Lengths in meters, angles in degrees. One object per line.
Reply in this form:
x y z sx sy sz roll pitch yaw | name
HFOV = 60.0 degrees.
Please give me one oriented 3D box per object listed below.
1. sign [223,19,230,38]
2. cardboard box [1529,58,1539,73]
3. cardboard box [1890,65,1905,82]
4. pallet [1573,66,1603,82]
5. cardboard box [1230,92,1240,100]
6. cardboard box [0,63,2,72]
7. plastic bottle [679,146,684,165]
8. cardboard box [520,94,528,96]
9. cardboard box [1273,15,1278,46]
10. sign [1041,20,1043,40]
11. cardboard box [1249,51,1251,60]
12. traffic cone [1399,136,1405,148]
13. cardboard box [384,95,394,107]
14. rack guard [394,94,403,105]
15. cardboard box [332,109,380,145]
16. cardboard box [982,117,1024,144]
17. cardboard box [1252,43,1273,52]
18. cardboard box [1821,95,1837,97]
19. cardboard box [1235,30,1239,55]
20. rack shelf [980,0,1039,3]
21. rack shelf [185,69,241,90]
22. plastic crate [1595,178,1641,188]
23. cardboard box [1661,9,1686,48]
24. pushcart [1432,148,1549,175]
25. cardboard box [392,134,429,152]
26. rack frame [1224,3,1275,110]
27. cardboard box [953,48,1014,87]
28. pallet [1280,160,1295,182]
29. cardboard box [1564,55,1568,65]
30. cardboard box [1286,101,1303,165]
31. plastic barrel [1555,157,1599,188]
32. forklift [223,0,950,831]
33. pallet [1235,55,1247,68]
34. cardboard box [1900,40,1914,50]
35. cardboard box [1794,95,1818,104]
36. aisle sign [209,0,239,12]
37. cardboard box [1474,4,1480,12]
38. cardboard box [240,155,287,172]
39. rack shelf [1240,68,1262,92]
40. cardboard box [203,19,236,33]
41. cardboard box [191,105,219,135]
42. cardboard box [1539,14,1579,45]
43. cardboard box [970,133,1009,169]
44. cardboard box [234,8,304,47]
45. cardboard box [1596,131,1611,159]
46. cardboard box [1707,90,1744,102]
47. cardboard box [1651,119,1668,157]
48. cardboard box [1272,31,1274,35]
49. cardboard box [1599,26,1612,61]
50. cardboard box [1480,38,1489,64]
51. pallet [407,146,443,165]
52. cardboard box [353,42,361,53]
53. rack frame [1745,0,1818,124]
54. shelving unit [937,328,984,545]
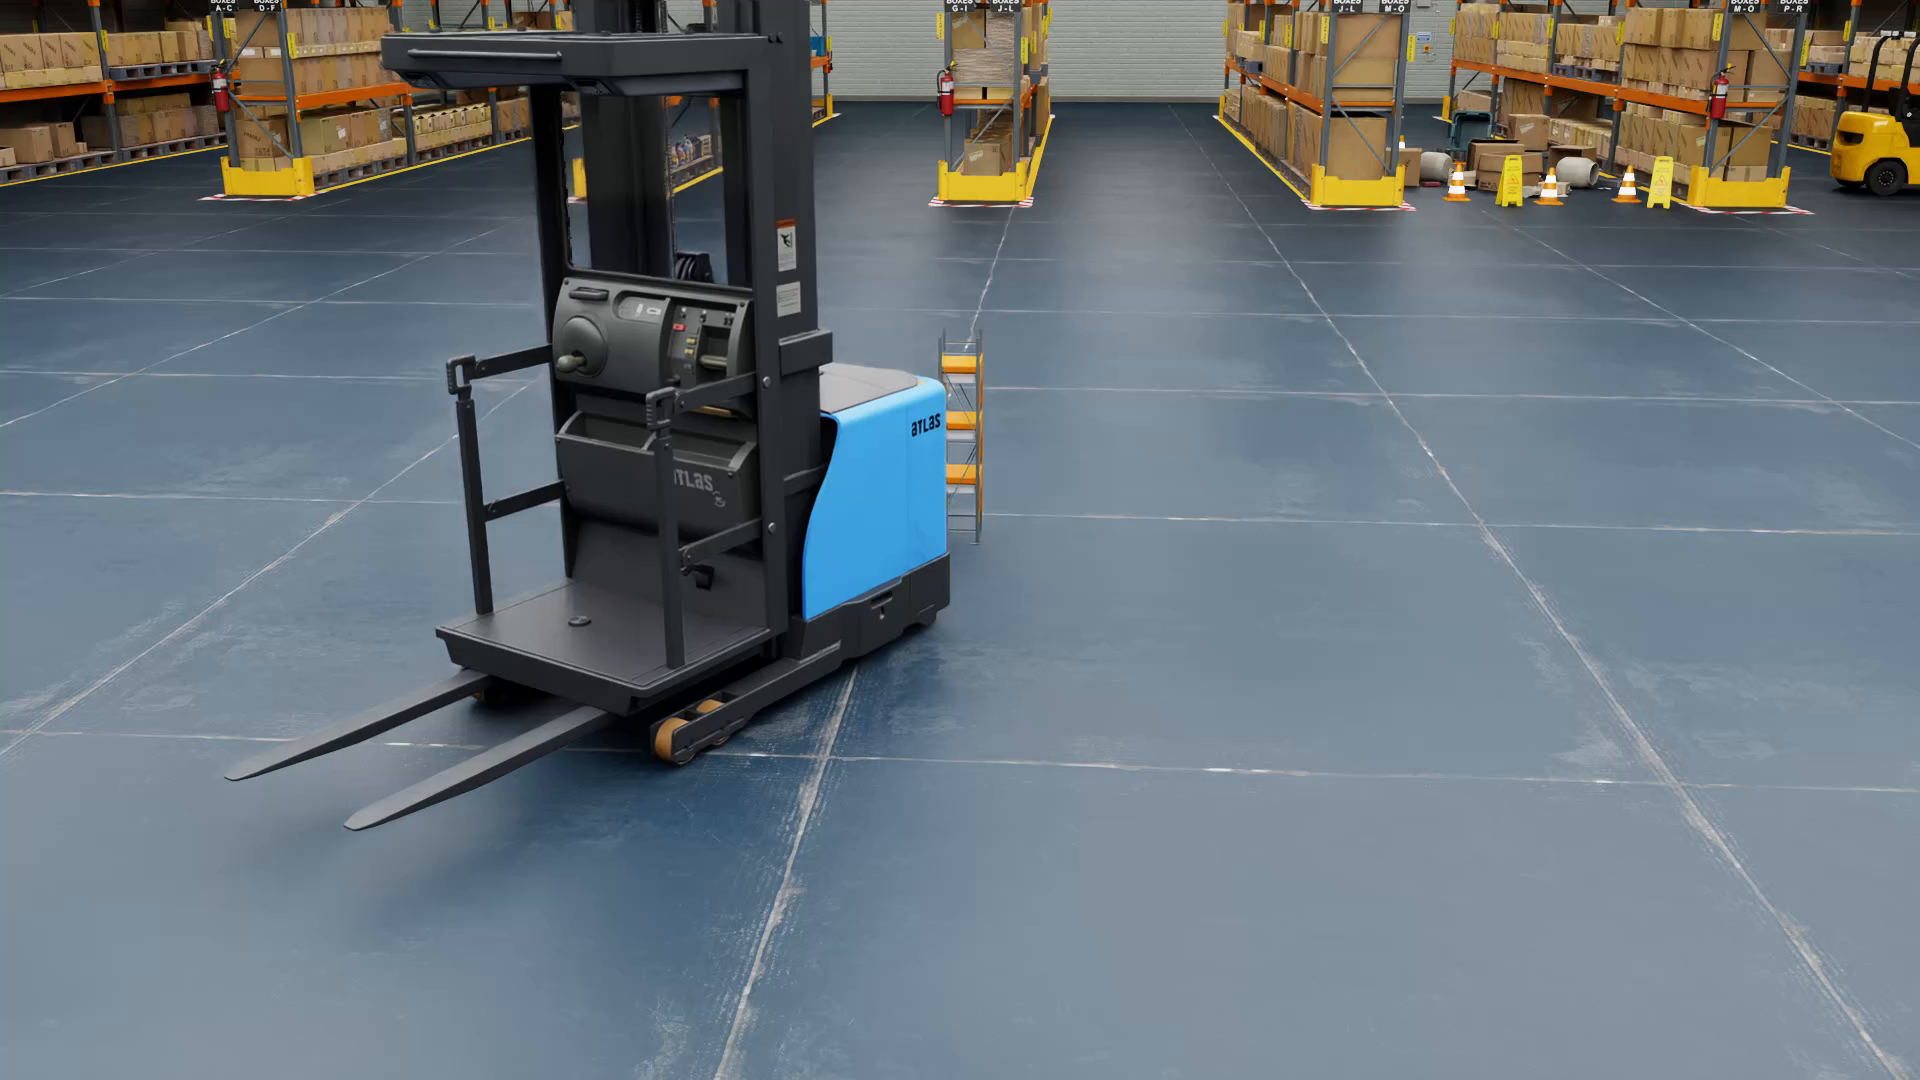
-13.409 -9.342 30.383 0.100 0.325 0.005 1 18 4 | sign
10.554 -8.536 29.898 0.500 0.250 0.500 2 18 5 | cardboard box
15.322 -7.495 26.720 0.500 0.250 0.500 2 18 6 | cardboard box
10.655 -7.579 27.043 1.003 0.211 1.213 1 18 4 | pallet
5.934 -9.412 35.280 0.380 0.149 0.250 2 18 5 | cardboard box
-14.145 -6.943 23.800 0.500 0.500 0.500 1 18 4 | cardboard box
-4.170 -5.739 24.795 0.097 0.271 0.097 0 18 0 | plastic bottle
-8.516 -8.680 33.402 0.500 0.500 0.500 1 18 4 | cardboard box
5.769 -8.748 28.537 0.700 0.500 0.500 1 18 4 | cardboard box
1.413 -9.010 29.371 0.100 0.325 0.005 1 18 4 | sign
5.426 -8.765 30.085 0.380 0.149 0.250 2 18 5 | cardboard box
7.127 -6.300 26.905 0.336 0.463 0.334 1 18 4 | traffic cone
-13.327 -10.115 37.816 0.700 0.500 0.500 1 18 4 | cardboard box
-13.375 -10.143 38.574 1.175 0.500 0.348 1 18 4 | rack guard
-9.191 -6.277 25.298 0.500 0.500 0.500 1 18 4 | cardboard box
0.703 -6.624 27.128 0.700 0.500 0.500 1 18 4 | cardboard box
5.392 -8.750 29.560 0.380 0.149 0.250 2 18 5 | cardboard box
16.156 -8.137 30.736 0.380 0.149 0.250 1 18 2 | cardboard box
5.889 -10.114 33.833 0.500 0.500 0.500 1 18 2 | cardboard box
0.728 -8.969 27.316 1.077 0.370 4.000 1 18 4 | rack shelf
-13.807 -9.118 32.587 1.077 0.370 4.000 1 18 4 | rack shelf
9.539 -5.186 24.123 0.402 0.080 0.583 -5 19 -15 | plastic crate
9.979 -6.946 22.560 0.700 0.500 0.500 1 18 3 | cardboard box
8.191 -5.832 25.617 1.648 0.377 0.936 -5 19 -15 | pushcart
-9.020 -6.499 27.182 0.500 0.250 0.500 1 18 3 | cardboard box
6.385 -10.849 36.716 1.000 3.000 0.127 1 18 4 | rack frame
0.365 -6.381 22.442 0.875 0.500 0.500 1 18 4 | cardboard box
5.392 -5.563 25.061 1.003 0.211 1.213 1 18 4 | pallet
10.428 -8.098 28.048 0.380 0.149 0.250 0 18 0 | cardboard box
5.410 -6.118 25.016 0.875 0.875 0.875 2 18 5 | cardboard box
8.820 -5.252 23.771 0.512 0.421 0.421 17 25 41 | plastic barrel
-1.275 -0.754 6.018 1.130 2.935 3.031 12 21 32 | forklift
5.898 -9.282 32.240 1.003 0.211 1.213 1 18 4 | pallet
15.227 -7.882 26.458 0.380 0.149 0.250 1 18 2 | cardboard box
15.681 -8.141 30.750 0.380 0.149 0.250 1 18 4 | cardboard box
-9.880 -7.466 22.216 0.394 0.787 0.004 1 18 4 | aisle sign
10.874 -11.016 34.418 0.380 0.149 0.250 1 18 3 | cardboard box
-9.839 -5.310 23.554 0.500 0.250 0.500 1 18 4 | cardboard box
5.955 -8.644 31.141 1.077 0.370 4.000 1 18 4 | rack shelf
-13.659 -9.537 30.838 0.500 0.250 0.500 2 18 5 | cardboard box
-13.950 -7.635 30.214 0.700 0.500 0.500 2 18 5 | cardboard box
10.532 -8.975 29.229 0.500 0.500 0.500 1 18 2 | cardboard box
0.432 -5.608 24.060 0.500 0.500 0.500 3 18 9 | cardboard box
-9.533 -7.070 22.937 0.700 0.500 0.500 1 18 4 | cardboard box
10.504 -6.157 25.942 0.950 0.372 0.625 2 18 5 | cardboard box
9.996 -5.802 21.717 0.380 0.149 0.250 2 18 6 | cardboard box
10.057 -5.624 23.305 0.500 0.500 0.500 1 18 3 | cardboard box
6.245 -9.757 32.157 0.380 0.149 0.250 1 18 2 | cardboard box
10.307 -7.734 25.897 0.500 0.500 0.500 1 18 4 | cardboard box
10.852 -9.885 33.613 0.500 0.500 0.500 1 18 3 | cardboard box
-9.282 -6.391 27.589 1.003 0.211 1.213 1 18 4 | pallet
-9.194 -7.359 24.862 0.380 0.149 0.250 2 18 5 | cardboard box
15.994 -9.418 32.349 1.000 3.000 0.127 1 18 4 | rack frame
0.004 -0.516 8.310 0.215 1.050 0.252 1 18 4 | shelving unit
